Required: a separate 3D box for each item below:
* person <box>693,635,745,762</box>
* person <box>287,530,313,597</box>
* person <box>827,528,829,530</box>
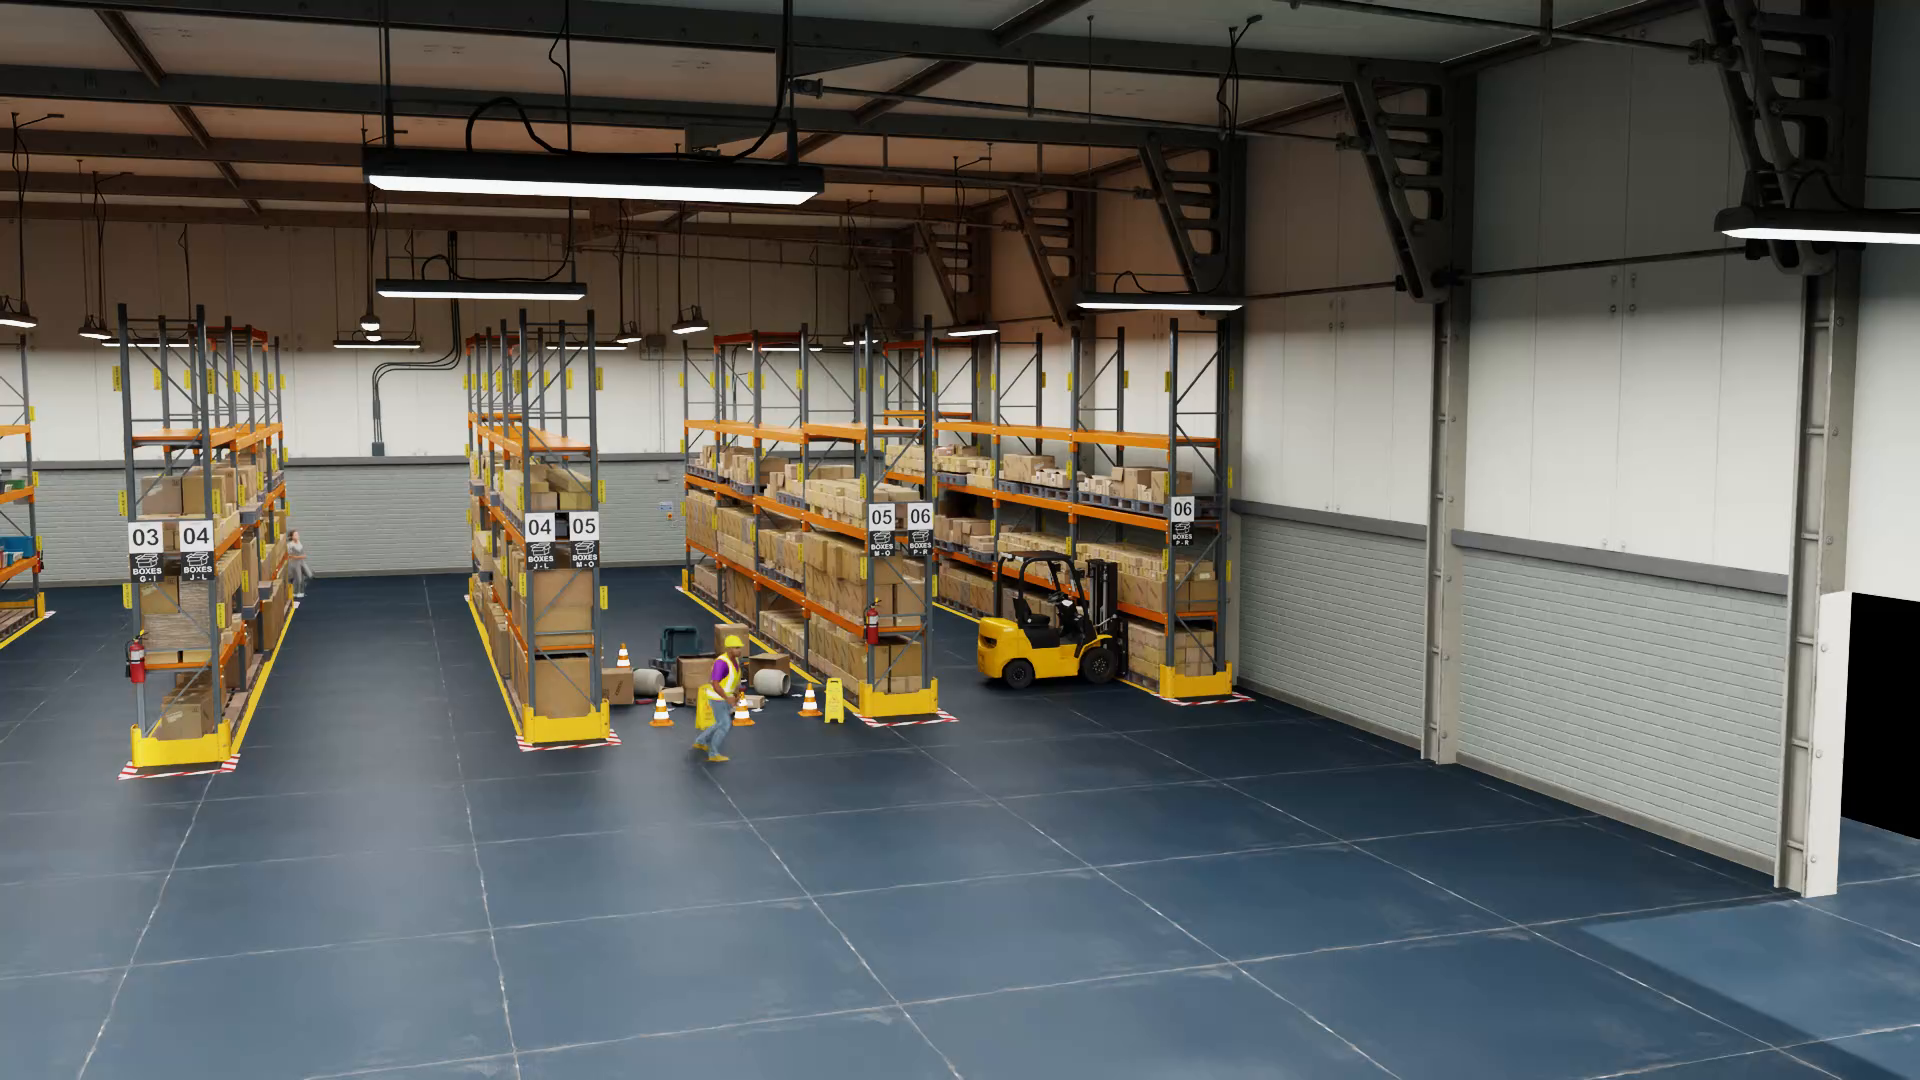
[{"bbox_3d":[-3.187,2.086,21.918,0.786,1.695,0.671,1,6,10],"label":"person"},{"bbox_3d":[-15.323,0.552,38.405,0.588,1.595,0.634,2,6,16],"label":"person"},{"bbox_3d":[-2.891,0.453,35.743,0.721,1.784,0.865,-2,6,-21],"label":"person"}]
